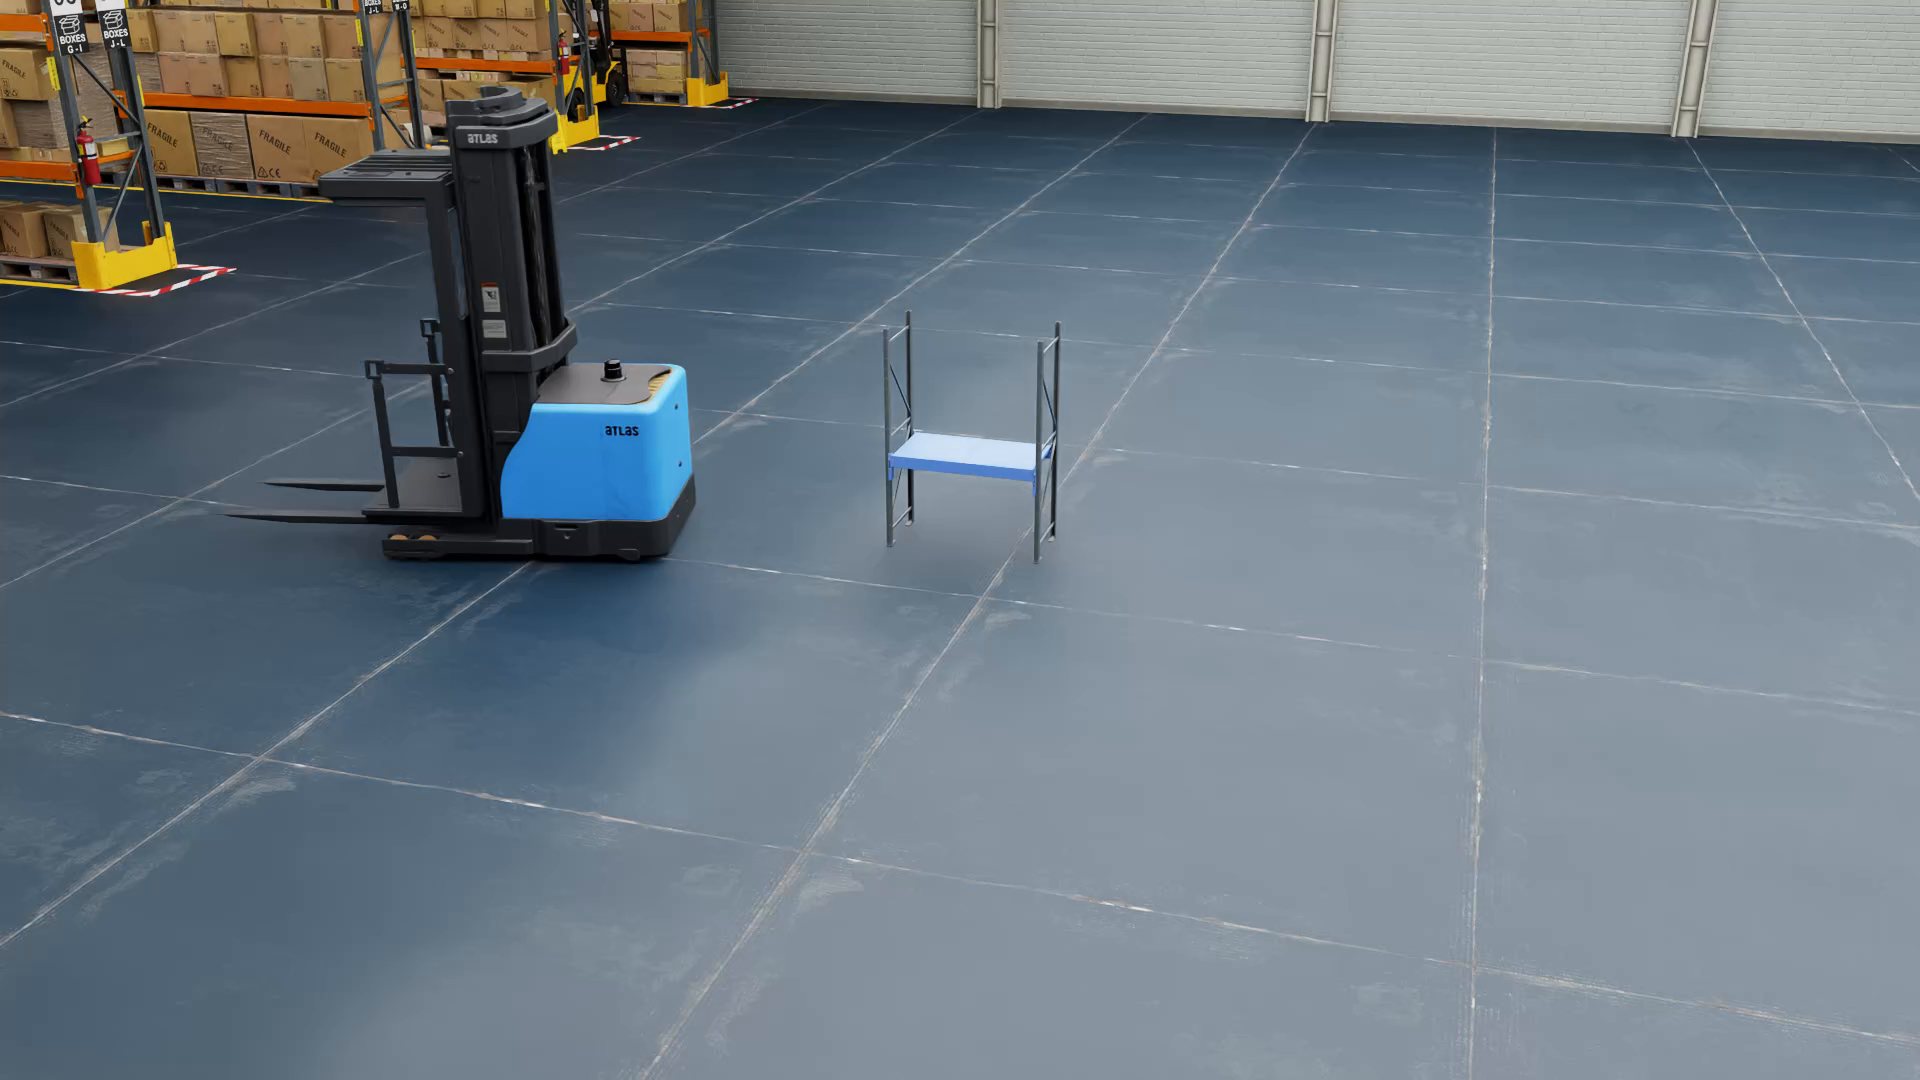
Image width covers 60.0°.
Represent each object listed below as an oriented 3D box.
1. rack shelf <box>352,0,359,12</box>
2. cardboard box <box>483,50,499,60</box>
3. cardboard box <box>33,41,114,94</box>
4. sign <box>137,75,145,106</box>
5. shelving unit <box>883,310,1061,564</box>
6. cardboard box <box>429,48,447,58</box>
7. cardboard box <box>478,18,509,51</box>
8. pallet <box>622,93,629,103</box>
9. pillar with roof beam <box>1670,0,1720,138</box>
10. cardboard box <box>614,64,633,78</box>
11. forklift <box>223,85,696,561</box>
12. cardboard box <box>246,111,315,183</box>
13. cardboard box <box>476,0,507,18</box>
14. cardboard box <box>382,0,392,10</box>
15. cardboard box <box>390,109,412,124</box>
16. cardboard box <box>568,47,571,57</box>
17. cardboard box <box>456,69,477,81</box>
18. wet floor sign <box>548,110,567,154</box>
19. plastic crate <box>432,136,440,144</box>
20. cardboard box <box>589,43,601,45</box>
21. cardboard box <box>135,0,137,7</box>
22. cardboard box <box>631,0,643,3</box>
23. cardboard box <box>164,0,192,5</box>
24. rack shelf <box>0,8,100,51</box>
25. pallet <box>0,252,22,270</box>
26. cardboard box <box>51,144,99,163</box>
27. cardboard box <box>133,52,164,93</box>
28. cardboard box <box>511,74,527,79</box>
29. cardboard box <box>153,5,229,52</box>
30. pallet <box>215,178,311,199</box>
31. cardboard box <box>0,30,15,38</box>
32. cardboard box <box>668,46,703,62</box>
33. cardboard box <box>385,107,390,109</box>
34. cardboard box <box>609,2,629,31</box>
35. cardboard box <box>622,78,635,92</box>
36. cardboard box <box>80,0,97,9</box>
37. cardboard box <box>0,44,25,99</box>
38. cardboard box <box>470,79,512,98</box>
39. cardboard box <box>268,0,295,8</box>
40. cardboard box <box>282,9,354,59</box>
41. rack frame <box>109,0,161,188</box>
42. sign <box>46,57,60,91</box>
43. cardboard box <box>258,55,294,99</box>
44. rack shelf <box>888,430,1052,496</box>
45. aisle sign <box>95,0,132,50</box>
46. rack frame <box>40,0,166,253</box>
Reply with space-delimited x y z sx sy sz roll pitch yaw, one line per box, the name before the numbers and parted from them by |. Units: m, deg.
rack shelf | -9.466 -7.345 22.220 4.000 0.370 1.077 7 23 16
cardboard box | -7.407 -7.768 26.587 0.250 0.149 0.380 7 23 16
cardboard box | -9.529 -5.086 17.875 0.500 0.500 0.500 7 23 16
sign | -8.925 -4.878 18.068 0.005 0.325 0.100 7 23 16
shelving unit | 0.082 -0.685 10.963 1.048 1.500 0.538 7 23 16
cardboard box | -8.368 -7.891 26.885 0.250 0.149 0.380 6 23 15
cardboard box | -7.296 -8.080 26.493 0.500 0.500 0.500 7 23 16
pallet | -6.697 -8.597 31.951 1.213 0.211 1.003 7 23 15
pillar with roof beam | 10.795 -9.327 22.149 0.400 9.000 9.100 7 23 16
cardboard box | -6.322 -8.886 31.390 0.500 0.250 0.500 6 23 14
forklift | -3.393 -1.416 10.861 3.031 2.935 1.130 1 22 3
cardboard box | -9.063 -5.428 22.798 0.875 0.875 0.875 6 23 15
cardboard box | -7.253 -8.562 26.349 0.500 0.500 0.700 7 23 16
cardboard box | -9.207 -8.775 26.868 0.500 0.500 0.700 7 23 16
cardboard box | -9.047 -7.024 27.511 0.500 0.250 0.500 8 24 19
cardboard box | -6.484 -7.877 26.851 0.250 0.149 0.380 7 23 16
cardboard box | -7.923 -7.517 26.870 0.250 0.149 0.380 8 23 18
wet floor sign | -6.346 -6.382 25.978 0.232 0.644 0.267 16 27 34
plastic crate | -8.782 -6.498 27.007 0.583 0.080 0.402 -1 22 -3
cardboard box | -7.121 -9.414 32.019 0.500 0.250 0.500 7 23 16
cardboard box | -14.448 -9.228 28.365 0.500 0.500 0.500 6 23 14
cardboard box | -5.919 -10.066 30.871 0.250 0.149 0.380 6 23 15
cardboard box | -13.013 -8.948 28.054 0.500 0.500 0.500 8 24 18
rack shelf | -10.996 -5.554 17.853 4.000 0.370 1.077 7 23 16
pallet | -11.086 -3.235 18.877 1.213 0.211 1.003 7 23 16
cardboard box | -9.414 -4.120 17.693 0.250 0.149 0.380 7 23 16
cardboard box | -11.025 -6.543 23.071 0.550 0.550 0.875 7 23 16
cardboard box | -7.436 -7.397 27.432 0.500 0.500 0.500 6 23 14
cardboard box | -10.478 -7.008 22.781 0.550 0.550 0.875 7 23 16
pallet | -9.504 -4.975 23.119 1.213 0.211 1.003 7 23 15
cardboard box | -13.318 -7.238 23.513 0.500 0.500 0.700 6 23 15
cardboard box | -5.194 -9.191 31.476 0.500 0.250 0.500 6 23 15
cardboard box | -9.561 -7.425 27.501 0.500 0.500 0.500 8 24 18
cardboard box | -6.320 -9.806 31.091 0.500 0.500 0.500 6 23 14
cardboard box | -6.279 -8.659 31.498 0.500 0.250 0.500 7 23 16
cardboard box | -9.468 -5.745 17.569 0.500 0.250 0.500 7 23 17
cardboard box | -10.160 -4.950 17.543 0.500 0.500 0.500 7 23 16
cardboard box | -7.562 -7.199 26.949 0.500 0.500 0.500 7 23 17
cardboard box | -11.032 -8.718 27.495 0.500 0.500 0.500 7 23 16
cardboard box | -8.449 -6.722 22.083 0.550 0.550 0.875 7 23 16
rack frame | -11.381 -6.510 23.187 0.127 3.000 1.000 7 23 16
sign | -9.261 -4.762 16.986 0.005 0.325 0.100 7 23 16
cardboard box | -8.953 -6.324 22.537 0.550 0.550 0.875 7 23 16
rack shelf | 0.082 -0.518 11.031 1.000 0.185 0.538 7 23 16
aisle sign | -8.935 -5.585 17.508 0.004 0.787 0.394 7 23 16
rack frame | -9.081 -4.280 17.752 0.127 3.000 1.000 7 23 16
